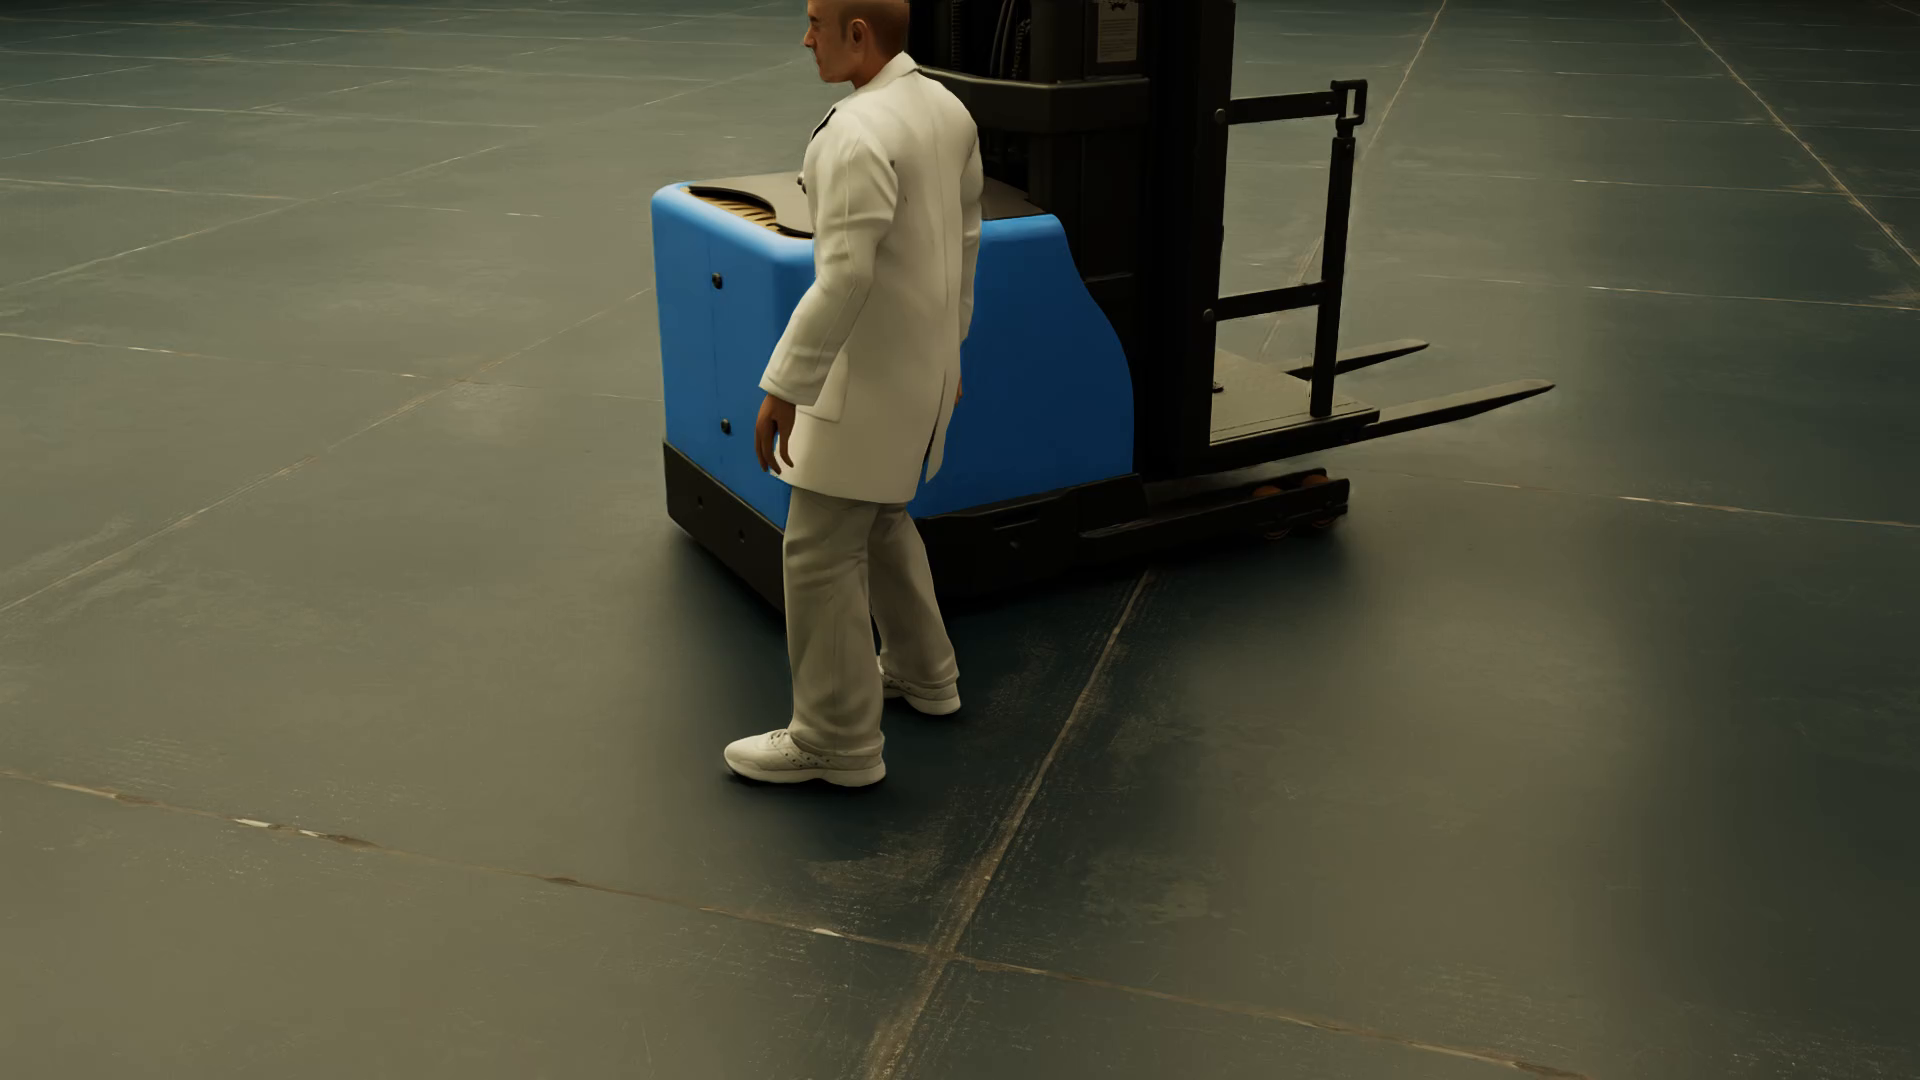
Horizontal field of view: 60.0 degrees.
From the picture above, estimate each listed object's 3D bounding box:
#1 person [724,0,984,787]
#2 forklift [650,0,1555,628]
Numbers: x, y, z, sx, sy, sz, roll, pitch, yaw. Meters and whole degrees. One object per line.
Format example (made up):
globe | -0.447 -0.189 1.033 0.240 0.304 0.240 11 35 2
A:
person | -0.229 -0.371 3.711 0.430 1.763 0.789 8 24 19
forklift | 0.627 -1.515 4.948 3.031 2.935 1.130 -13 26 -28
